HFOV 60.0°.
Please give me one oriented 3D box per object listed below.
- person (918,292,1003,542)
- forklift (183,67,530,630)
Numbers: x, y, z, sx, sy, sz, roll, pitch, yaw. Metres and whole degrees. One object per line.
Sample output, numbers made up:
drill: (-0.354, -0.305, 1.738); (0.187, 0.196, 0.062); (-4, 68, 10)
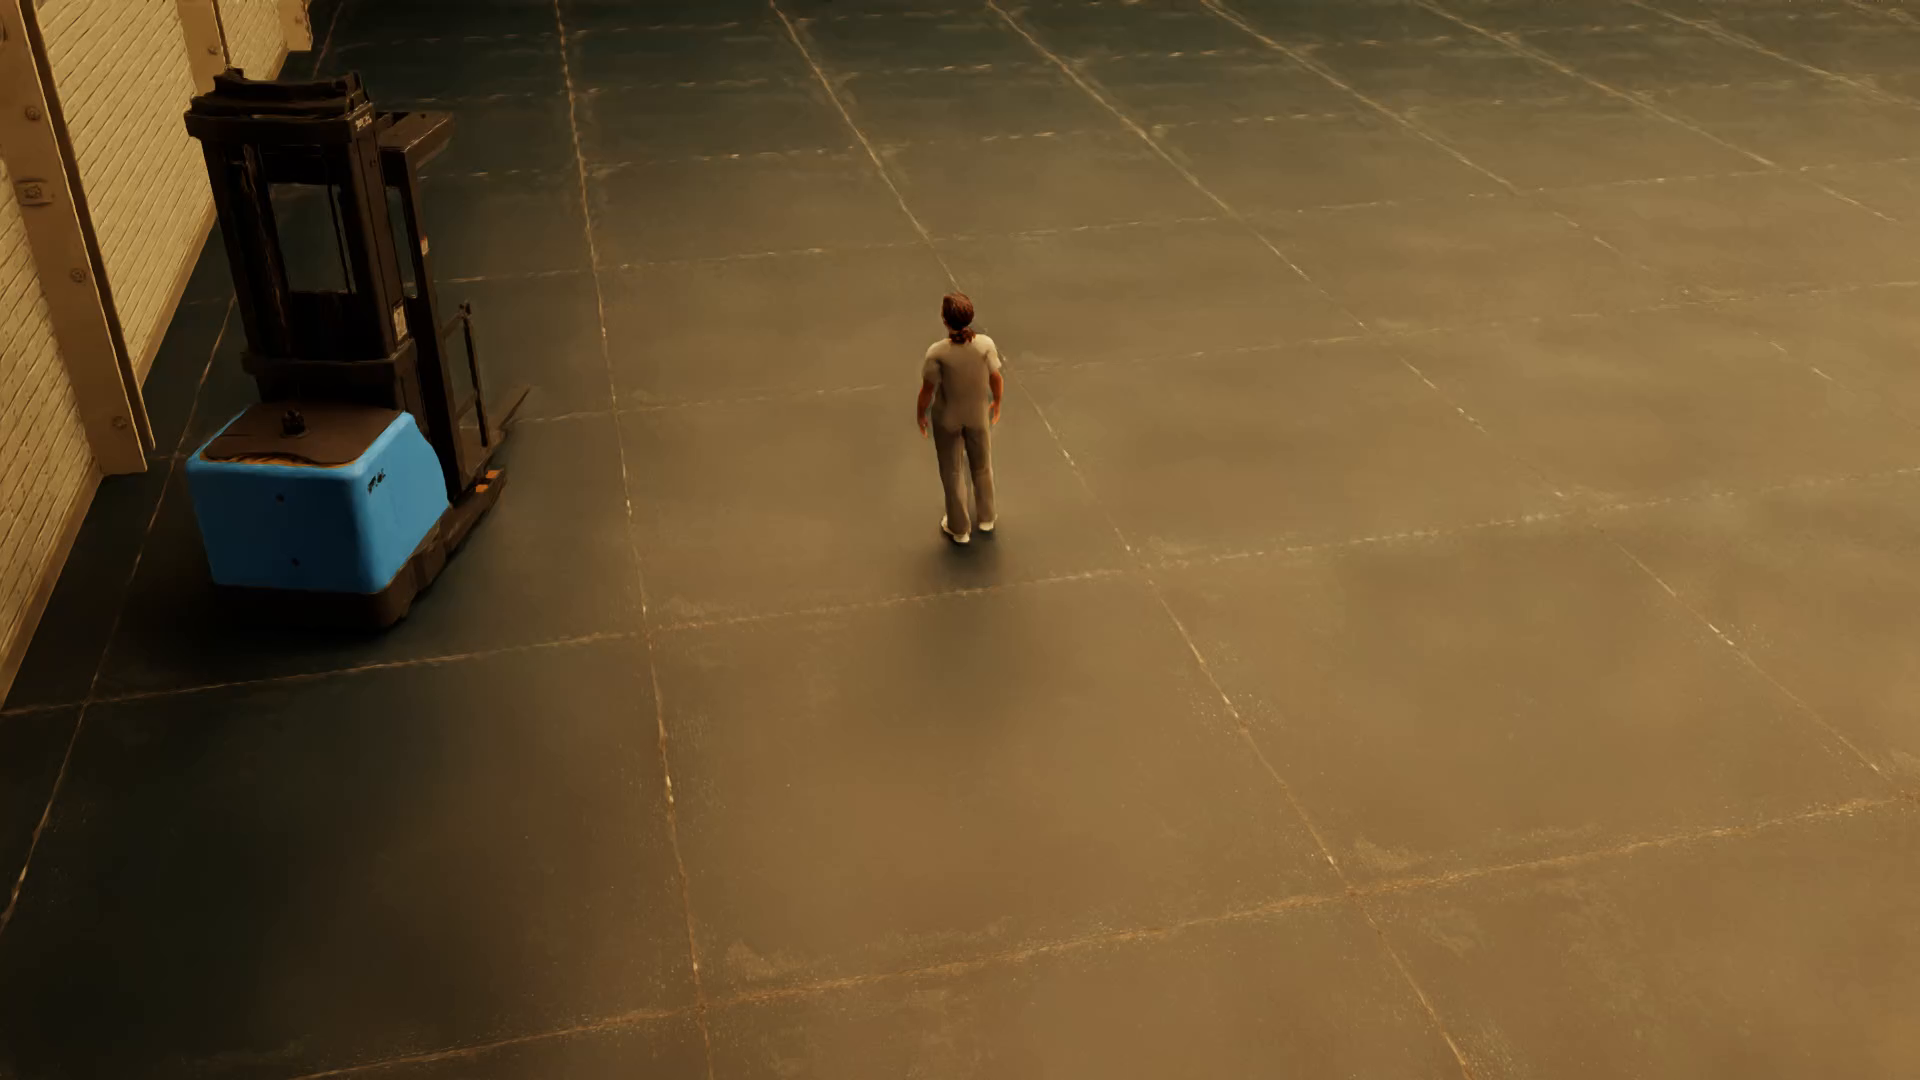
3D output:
person: (-0.004, -0.769, 10.141); (0.550, 1.674, 0.548); (-7, 31, -12)
forklift: (-3.607, -1.471, 10.115); (1.130, 2.935, 3.031); (3, 30, 6)
